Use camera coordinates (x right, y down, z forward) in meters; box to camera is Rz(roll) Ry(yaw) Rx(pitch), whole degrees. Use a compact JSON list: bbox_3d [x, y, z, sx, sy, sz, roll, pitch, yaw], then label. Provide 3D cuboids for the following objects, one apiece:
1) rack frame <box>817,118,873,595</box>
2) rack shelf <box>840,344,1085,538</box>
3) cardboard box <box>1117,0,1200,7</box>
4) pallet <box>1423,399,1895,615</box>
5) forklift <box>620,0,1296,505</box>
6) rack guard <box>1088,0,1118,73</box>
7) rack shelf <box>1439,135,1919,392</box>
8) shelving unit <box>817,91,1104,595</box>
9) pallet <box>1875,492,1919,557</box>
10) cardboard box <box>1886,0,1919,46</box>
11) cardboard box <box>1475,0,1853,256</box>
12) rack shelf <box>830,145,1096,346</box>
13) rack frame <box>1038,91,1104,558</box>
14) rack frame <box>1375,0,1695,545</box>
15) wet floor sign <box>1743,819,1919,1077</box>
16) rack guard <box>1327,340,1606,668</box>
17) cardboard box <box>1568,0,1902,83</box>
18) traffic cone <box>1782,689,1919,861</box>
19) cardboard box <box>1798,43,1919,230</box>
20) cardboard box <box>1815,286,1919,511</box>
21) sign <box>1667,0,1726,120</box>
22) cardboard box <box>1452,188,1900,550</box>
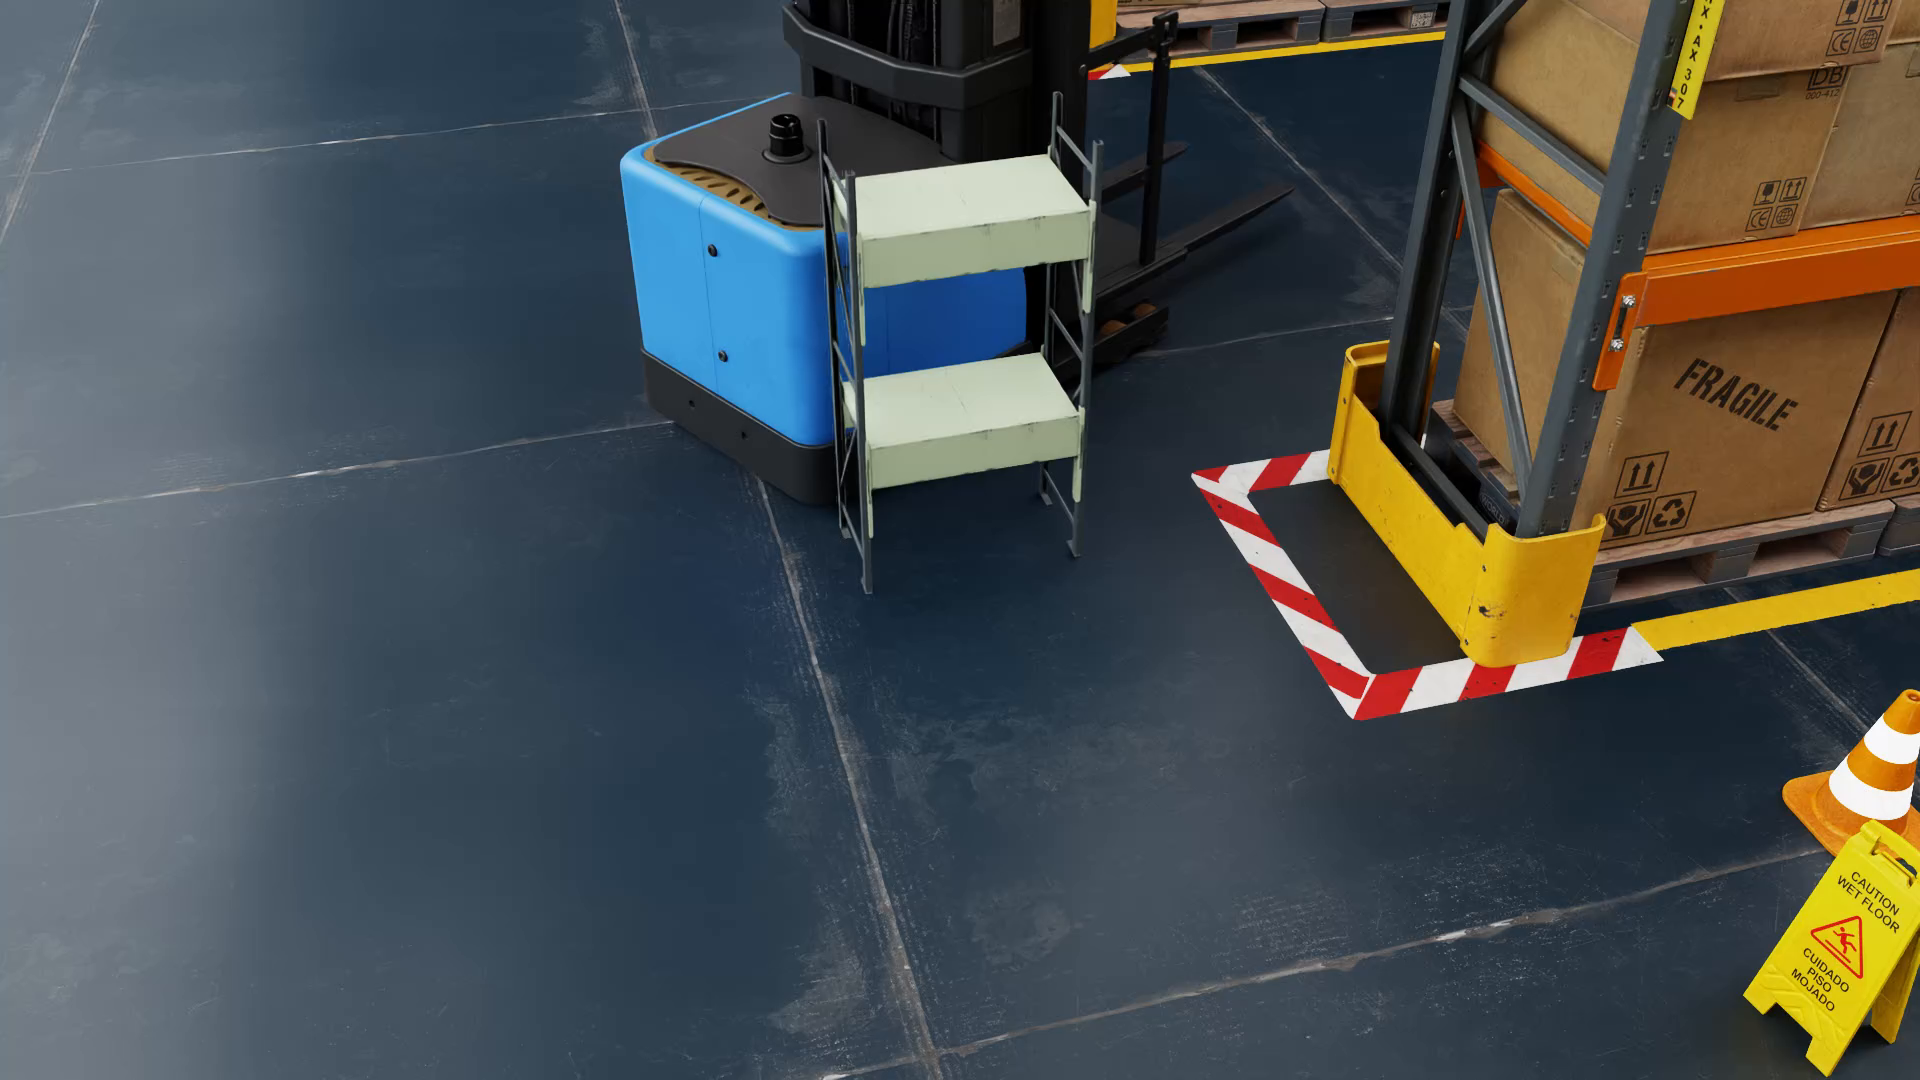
[{"bbox_3d":[-0.355,-0.530,5.209,0.023,1.500,0.400,-10,39,-13],"label":"rack frame"},{"bbox_3d":[-0.004,-0.333,5.488,0.720,0.370,0.431,-10,39,-13],"label":"rack shelf"},{"bbox_3d":[1.078,-3.342,9.362,0.500,0.500,0.500,-3,37,-3],"label":"cardboard box"},{"bbox_3d":[2.418,-0.218,5.862,1.213,0.211,1.003,-9,38,-12],"label":"pallet"},{"bbox_3d":[0.205,-2.076,6.052,3.031,2.935,1.130,-31,47,-34],"label":"forklift"},{"bbox_3d":[0.544,-3.098,9.389,0.348,0.500,1.175,-9,38,-12],"label":"rack guard"},{"bbox_3d":[3.597,-1.185,5.422,4.000,0.370,1.077,-9,38,-12],"label":"rack shelf"},{"bbox_3d":[-0.004,-0.592,5.289,0.755,1.500,0.431,-10,39,-13],"label":"shelving unit"},{"bbox_3d":[3.593,-0.410,6.112,1.213,0.211,1.003,-9,38,-12],"label":"pallet"},{"bbox_3d":[2.541,-1.819,4.647,0.550,0.550,0.875,-9,38,-12],"label":"cardboard box"},{"bbox_3d":[2.012,-1.298,4.855,0.550,0.550,0.875,-9,38,-12],"label":"cardboard box"},{"bbox_3d":[-0.004,-0.902,5.052,0.720,0.370,0.431,-10,39,-13],"label":"rack shelf"},{"bbox_3d":[0.348,-0.654,5.370,0.023,1.500,0.400,-10,39,-13],"label":"rack frame"},{"bbox_3d":[1.666,-1.154,4.789,0.127,3.000,1.000,-9,38,-12],"label":"rack frame"},{"bbox_3d":[2.154,0.948,3.980,0.232,0.644,0.267,-16,40,-20],"label":"wet floor sign"},{"bbox_3d":[1.643,-0.157,5.544,0.348,0.500,1.175,-9,38,-12],"label":"rack guard"},{"bbox_3d":[2.034,-1.678,4.463,0.550,0.550,0.875,-9,38,-12],"label":"cardboard box"},{"bbox_3d":[2.549,0.603,4.581,0.334,0.463,0.336,-9,38,-12],"label":"traffic cone"},{"bbox_3d":[2.538,-1.398,4.986,0.550,0.550,0.875,-9,38,-12],"label":"cardboard box"},{"bbox_3d":[3.152,-0.763,5.682,0.875,0.875,0.875,-10,39,-13],"label":"cardboard box"},{"bbox_3d":[1.805,-1.202,4.075,0.005,0.325,0.100,-9,38,-12],"label":"sign"},{"bbox_3d":[2.304,-0.623,5.498,0.875,0.875,0.875,-9,38,-12],"label":"cardboard box"}]
